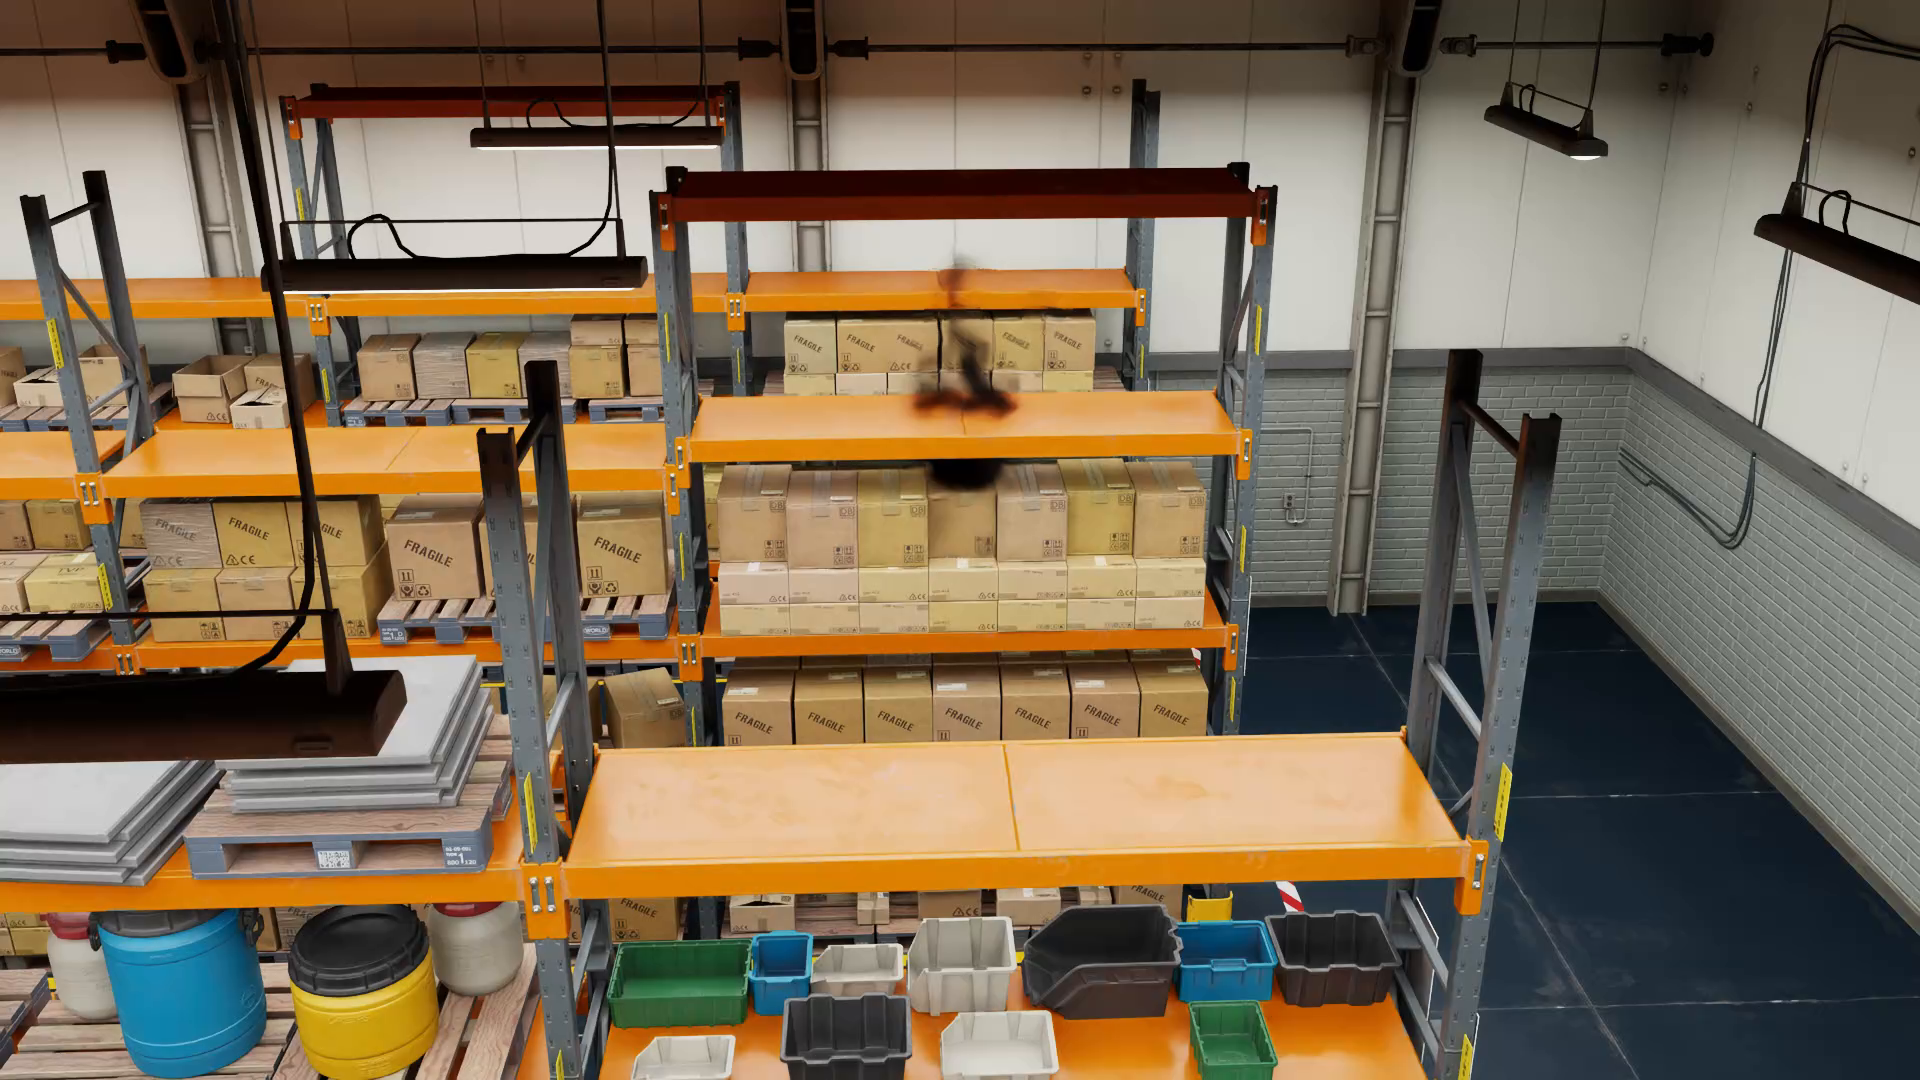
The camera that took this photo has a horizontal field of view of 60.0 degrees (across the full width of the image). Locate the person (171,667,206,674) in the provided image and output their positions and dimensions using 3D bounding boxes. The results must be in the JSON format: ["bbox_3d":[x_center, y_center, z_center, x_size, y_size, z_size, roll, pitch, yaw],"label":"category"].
[{"bbox_3d":[-6.612,1.803,14.540,0.595,1.663,0.571,1,22,1],"label":"person"}]
